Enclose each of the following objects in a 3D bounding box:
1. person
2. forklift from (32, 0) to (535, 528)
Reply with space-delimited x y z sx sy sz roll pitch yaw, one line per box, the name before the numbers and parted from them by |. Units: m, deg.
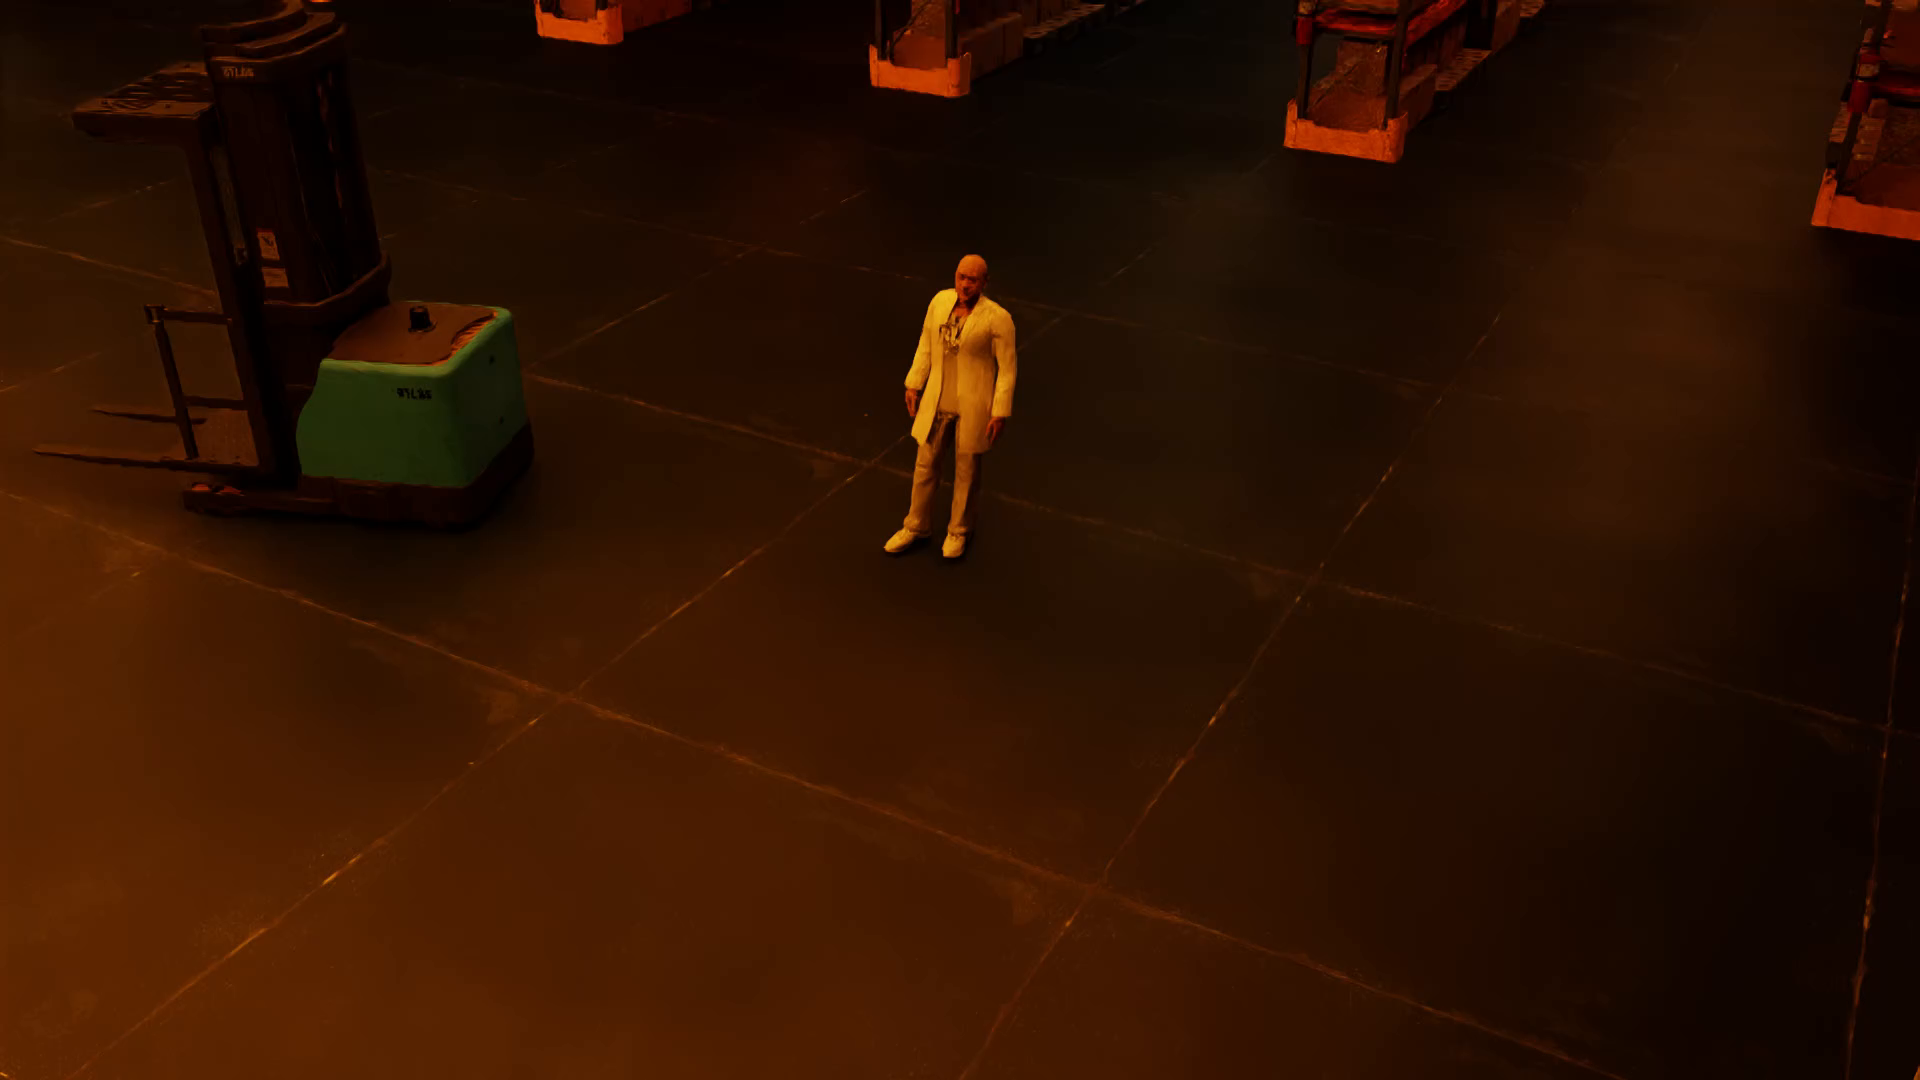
person | -0.048 -0.737 9.488 0.694 1.776 0.579 15 33 25
forklift | -4.338 -1.683 9.987 3.031 2.935 1.130 5 30 8
